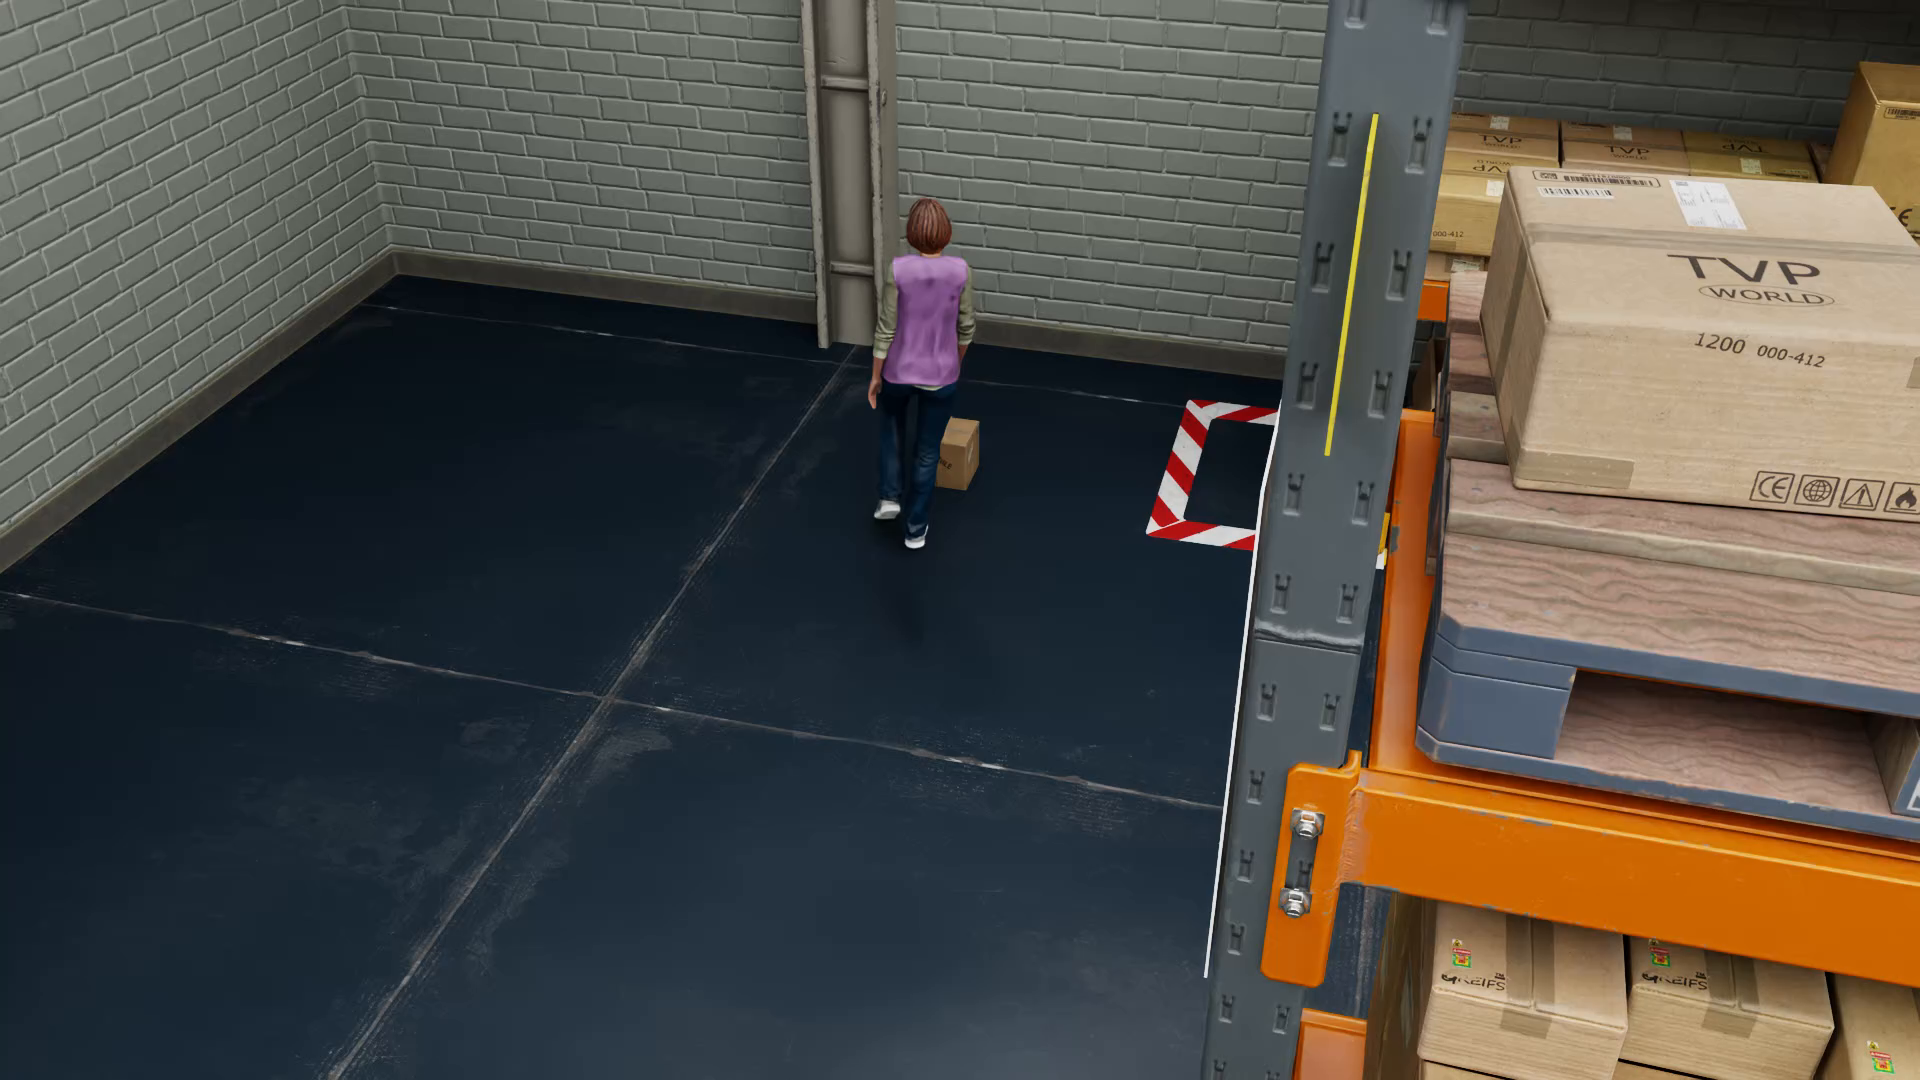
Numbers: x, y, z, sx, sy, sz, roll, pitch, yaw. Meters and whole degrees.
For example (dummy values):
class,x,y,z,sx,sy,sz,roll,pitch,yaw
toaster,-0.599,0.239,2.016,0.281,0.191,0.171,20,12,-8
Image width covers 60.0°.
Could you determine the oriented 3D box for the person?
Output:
class,x,y,z,sx,sy,sz,roll,pitch,yaw
person,-0.165,-0.709,7.218,0.461,1.616,0.455,0,33,0
